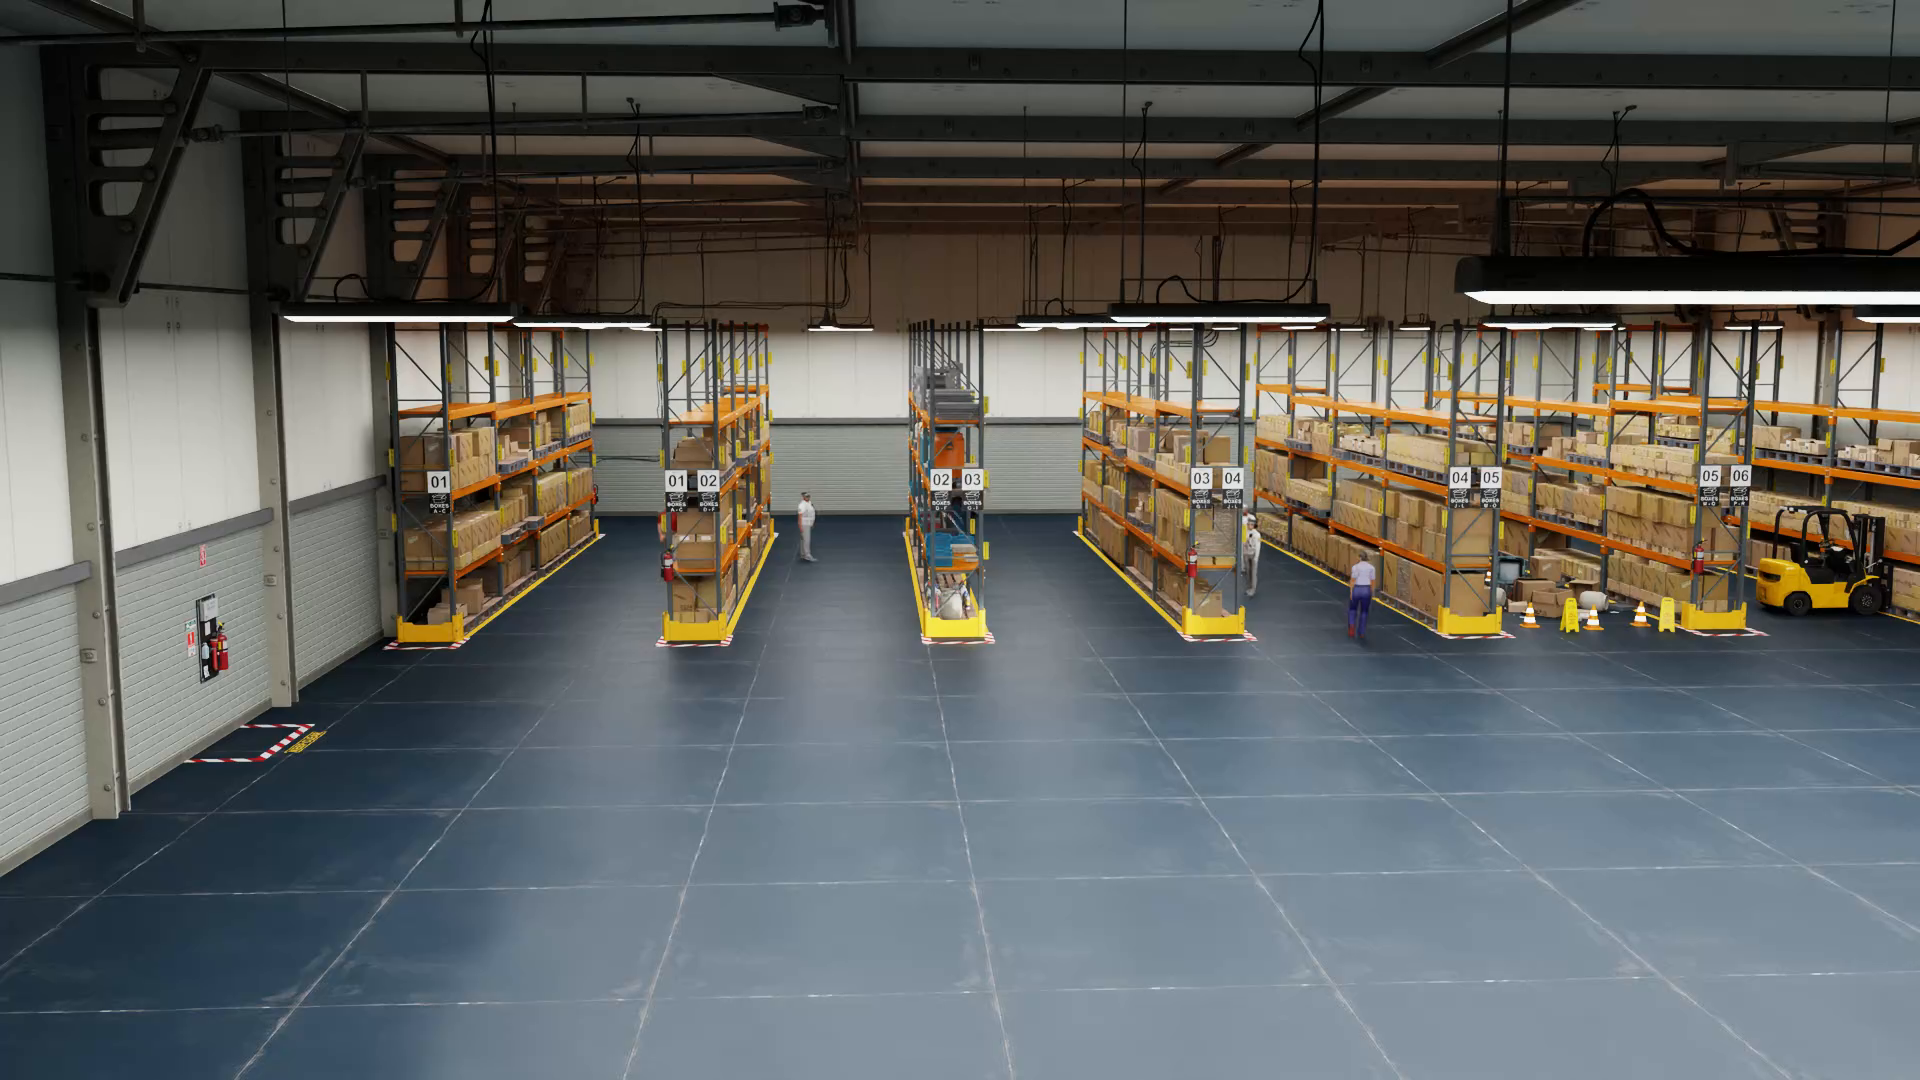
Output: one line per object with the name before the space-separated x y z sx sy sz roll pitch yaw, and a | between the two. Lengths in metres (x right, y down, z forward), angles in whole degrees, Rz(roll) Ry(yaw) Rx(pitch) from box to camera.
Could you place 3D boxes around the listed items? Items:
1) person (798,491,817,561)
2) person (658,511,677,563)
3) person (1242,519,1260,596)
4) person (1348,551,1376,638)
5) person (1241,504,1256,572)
person | -3.846 -0.373 42.372 0.532 1.791 0.568 2 7 14
person | -7.057 -0.086 40.262 0.494 1.685 1.021 0 7 2
person | 6.412 0.374 36.692 0.489 1.697 0.498 7 10 44
person | 7.576 1.028 31.354 0.475 1.643 0.460 3 8 24
person | 6.908 -0.064 40.348 0.464 1.616 0.952 -1 7 -9
